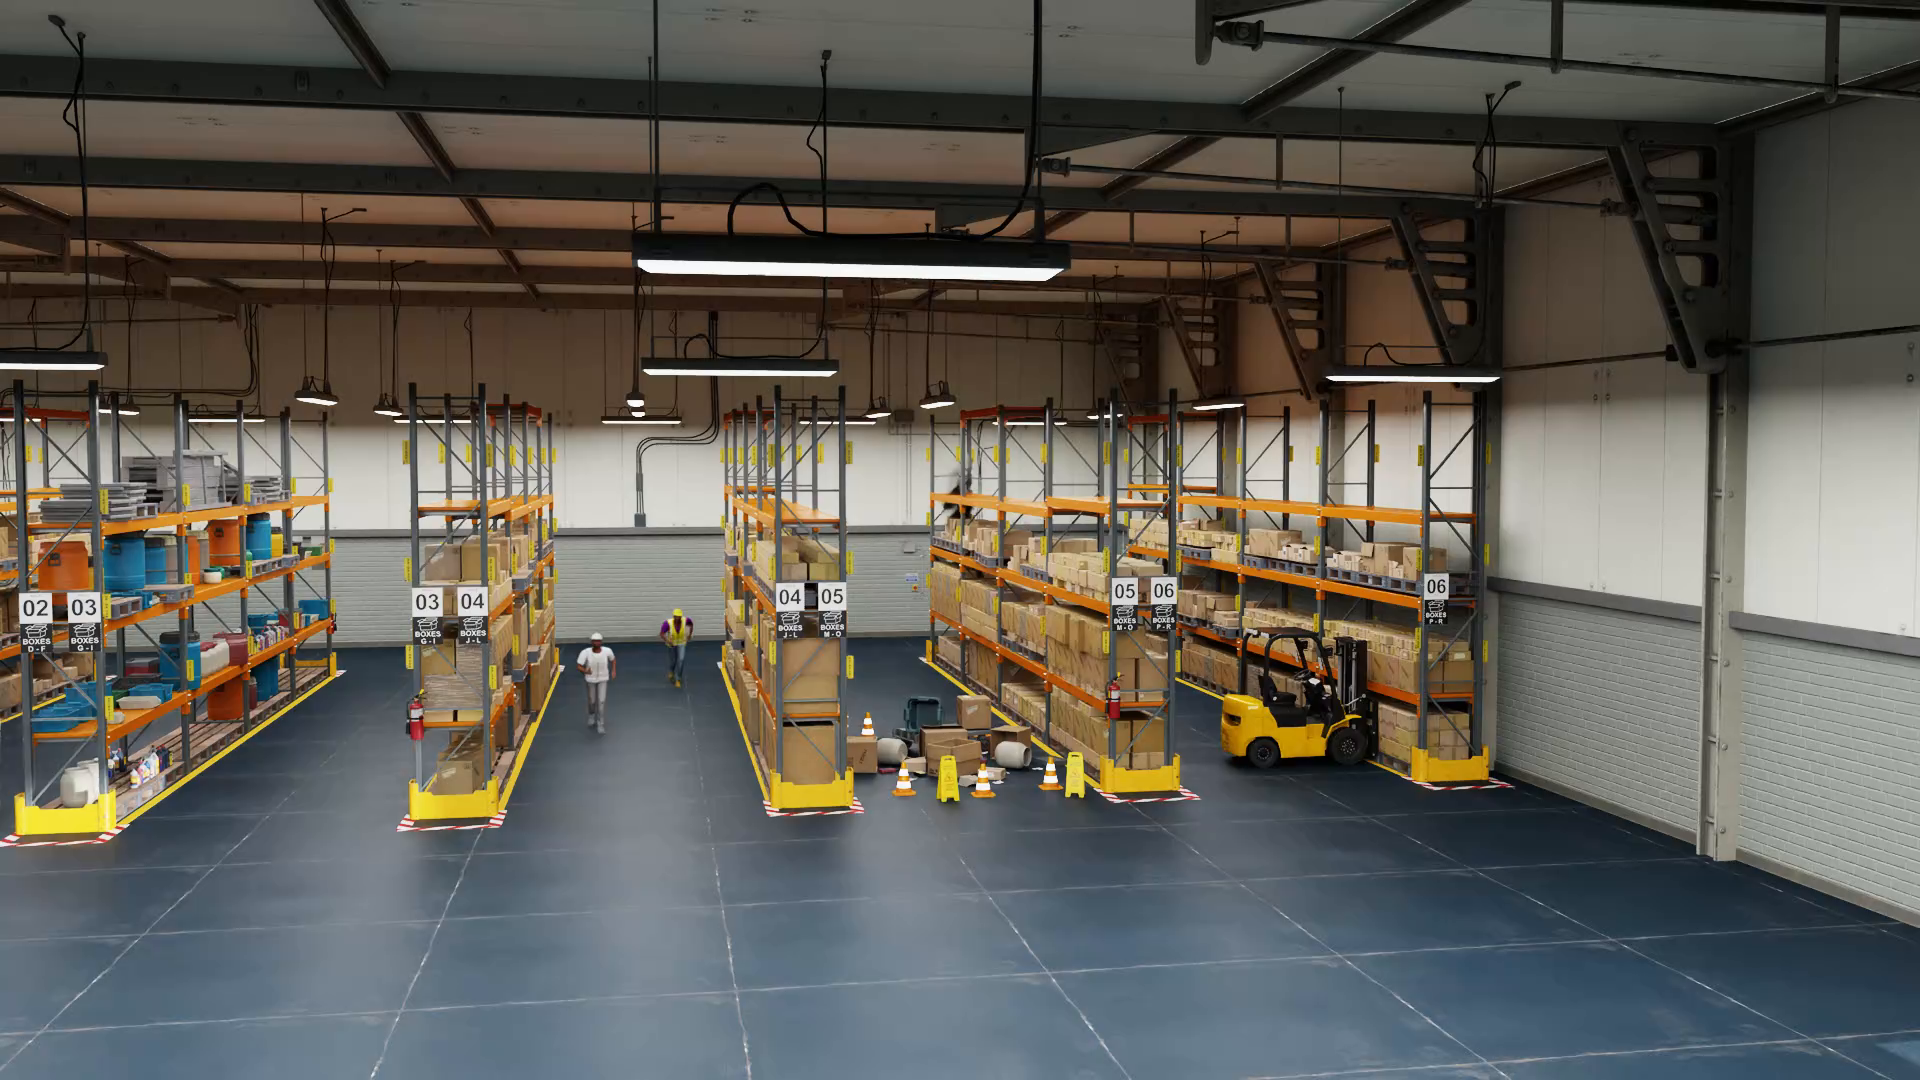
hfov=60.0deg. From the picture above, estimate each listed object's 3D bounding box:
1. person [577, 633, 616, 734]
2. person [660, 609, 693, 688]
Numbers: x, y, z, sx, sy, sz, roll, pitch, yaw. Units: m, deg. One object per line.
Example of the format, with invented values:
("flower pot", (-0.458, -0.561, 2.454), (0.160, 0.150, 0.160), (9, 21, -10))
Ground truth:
("person", (-6.619, 2.579, 30.315), (0.724, 1.786, 0.865), (-1, 3, -16))
("person", (-6.215, 2.335, 36.399), (0.740, 1.729, 1.047), (-1, 3, -20))
